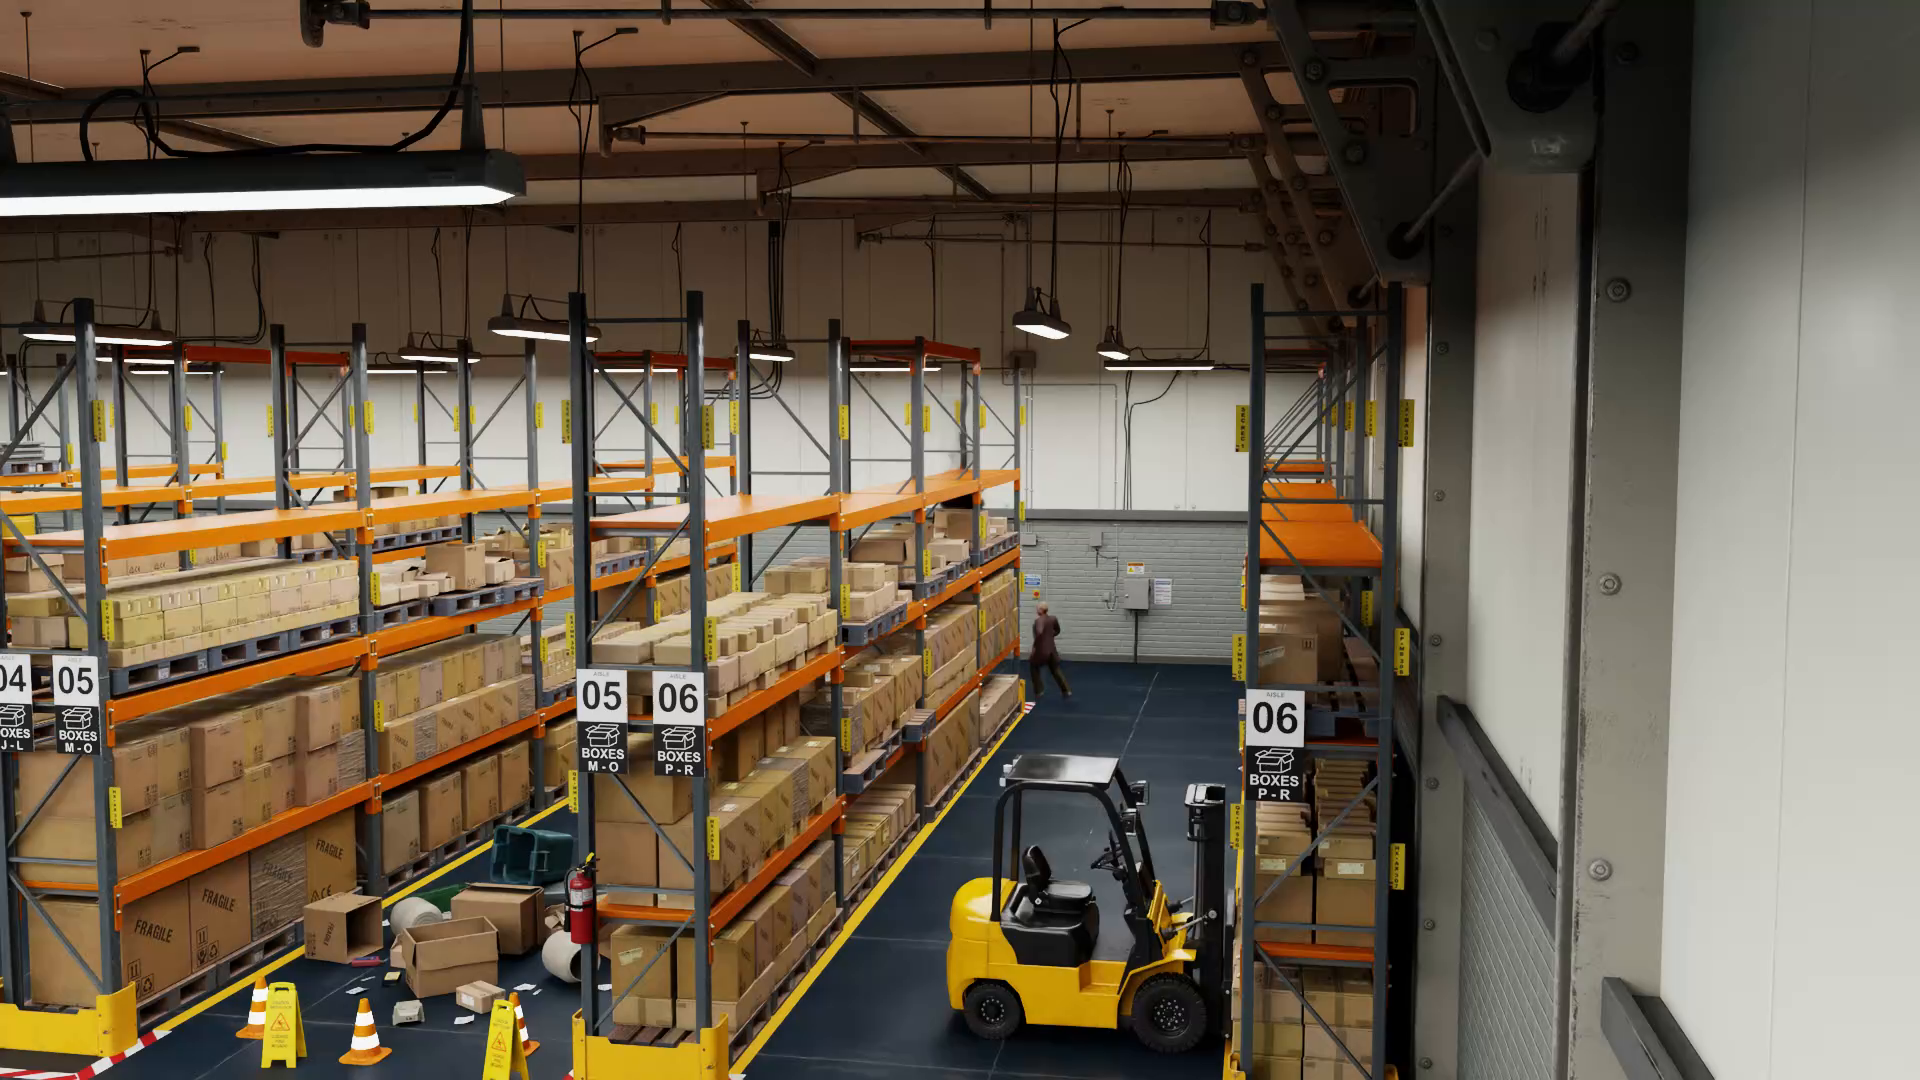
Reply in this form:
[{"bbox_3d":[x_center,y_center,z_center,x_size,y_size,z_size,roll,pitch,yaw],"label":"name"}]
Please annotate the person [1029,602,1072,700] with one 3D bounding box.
[{"bbox_3d":[1.468,1.967,28.966,0.764,1.806,0.877,-4,6,-42],"label":"person"}]
